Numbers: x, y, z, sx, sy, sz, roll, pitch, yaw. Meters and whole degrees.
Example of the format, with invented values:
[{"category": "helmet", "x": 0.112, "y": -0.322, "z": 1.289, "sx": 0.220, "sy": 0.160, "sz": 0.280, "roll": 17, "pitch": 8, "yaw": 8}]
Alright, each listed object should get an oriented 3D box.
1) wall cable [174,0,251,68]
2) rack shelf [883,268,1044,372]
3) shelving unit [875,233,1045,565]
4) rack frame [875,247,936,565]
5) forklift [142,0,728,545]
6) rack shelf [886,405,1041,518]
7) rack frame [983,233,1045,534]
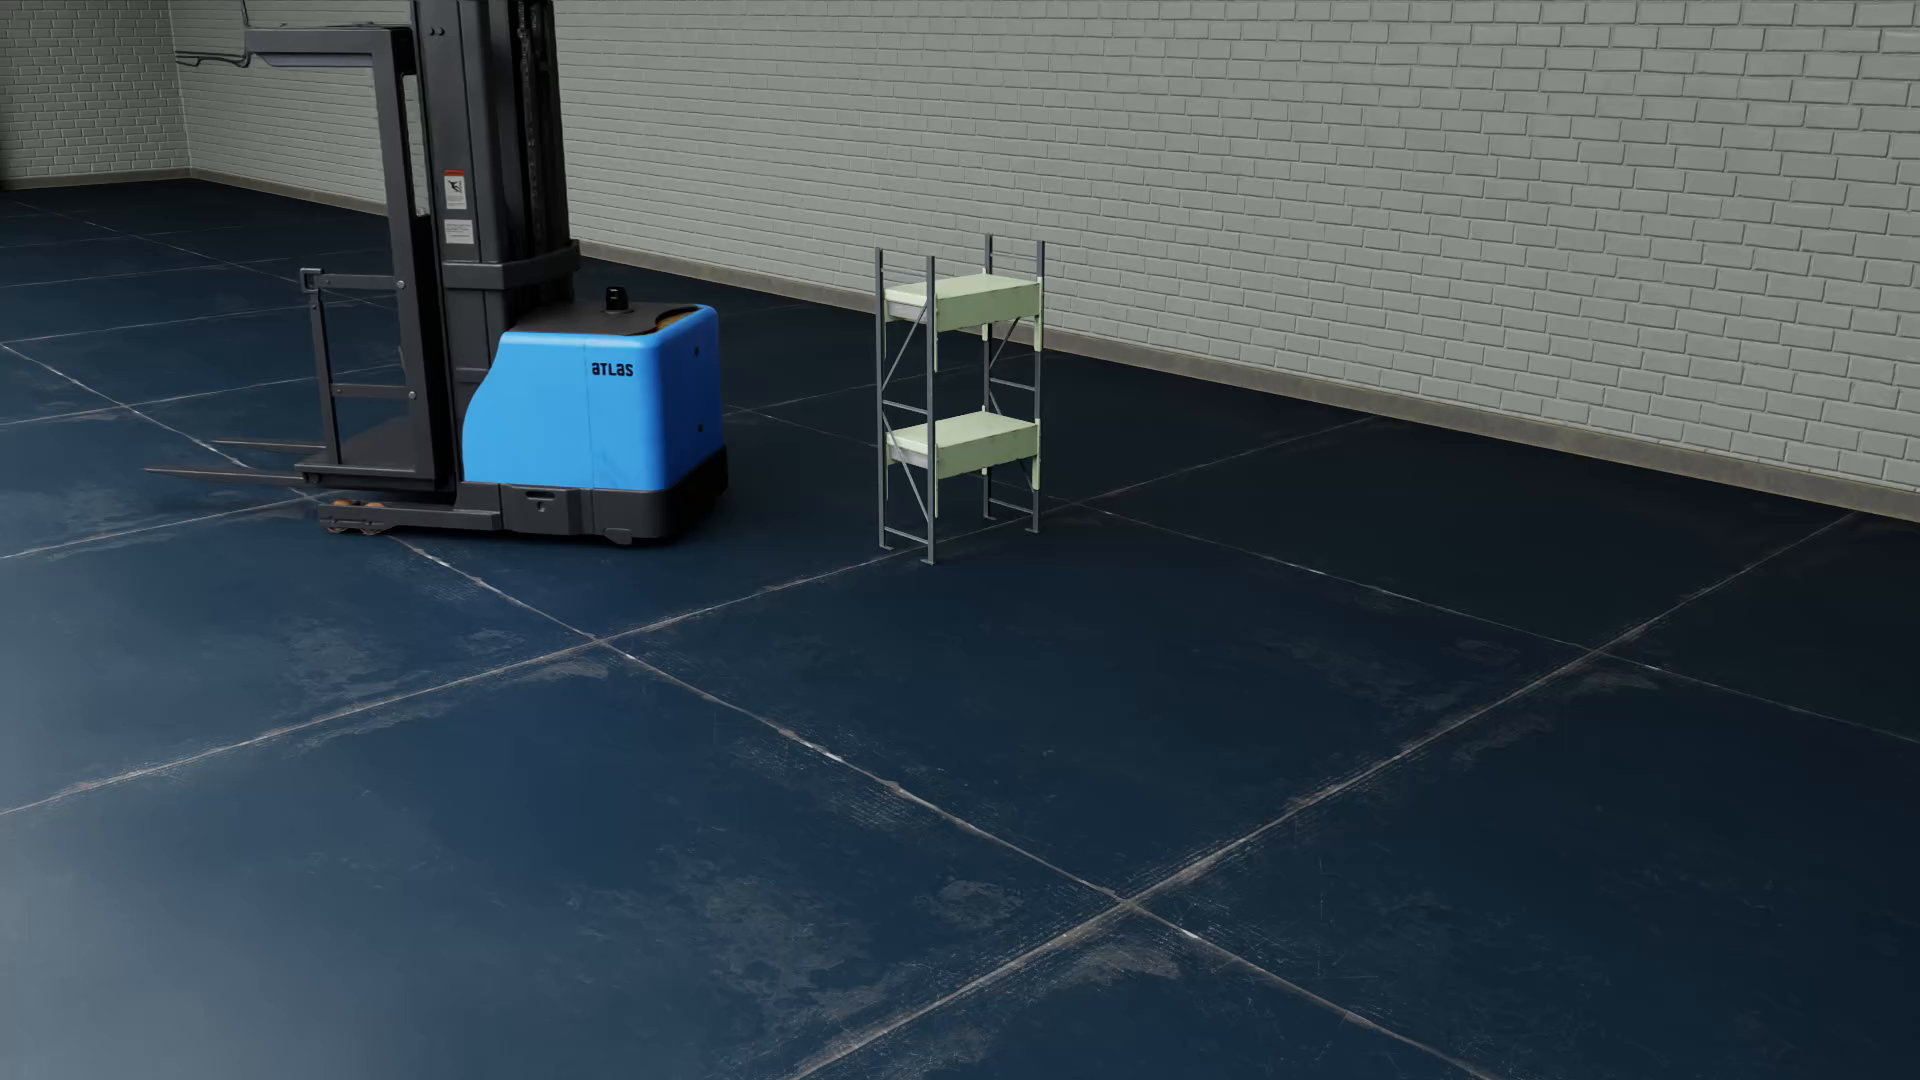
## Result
[{"category": "wall cable", "x": -10.971, "y": -8.110, "z": 23.943, "sx": 0.112, "sy": 2.526, "sz": 3.097, "roll": -16, "pitch": 24, "yaw": -41}, {"category": "rack shelf", "x": 0.005, "y": -1.086, "z": 8.137, "sx": 0.720, "sy": 0.370, "sz": 0.431, "roll": -16, "pitch": 24, "yaw": -41}, {"category": "shelving unit", "x": 0.005, "y": -0.715, "z": 8.258, "sx": 0.755, "sy": 1.500, "sz": 0.431, "roll": -16, "pitch": 24, "yaw": -41}, {"category": "rack frame", "x": -0.261, "y": -0.637, "z": 8.019, "sx": 0.023, "sy": 1.500, "sz": 0.400, "roll": -16, "pitch": 24, "yaw": -41}, {"category": "forklift", "x": -2.846, "y": -1.575, "z": 8.589, "sx": 3.031, "sy": 2.935, "sz": 1.130, "roll": 3, "pitch": 18, "yaw": 10}, {"category": "rack shelf", "x": 0.005, "y": -0.405, "z": 8.358, "sx": 0.720, "sy": 0.370, "sz": 0.431, "roll": -16, "pitch": 24, "yaw": -41}, {"category": "rack frame", "x": 0.271, "y": -0.792, "z": 8.497, "sx": 0.023, "sy": 1.500, "sz": 0.400, "roll": -16, "pitch": 24, "yaw": -41}]
